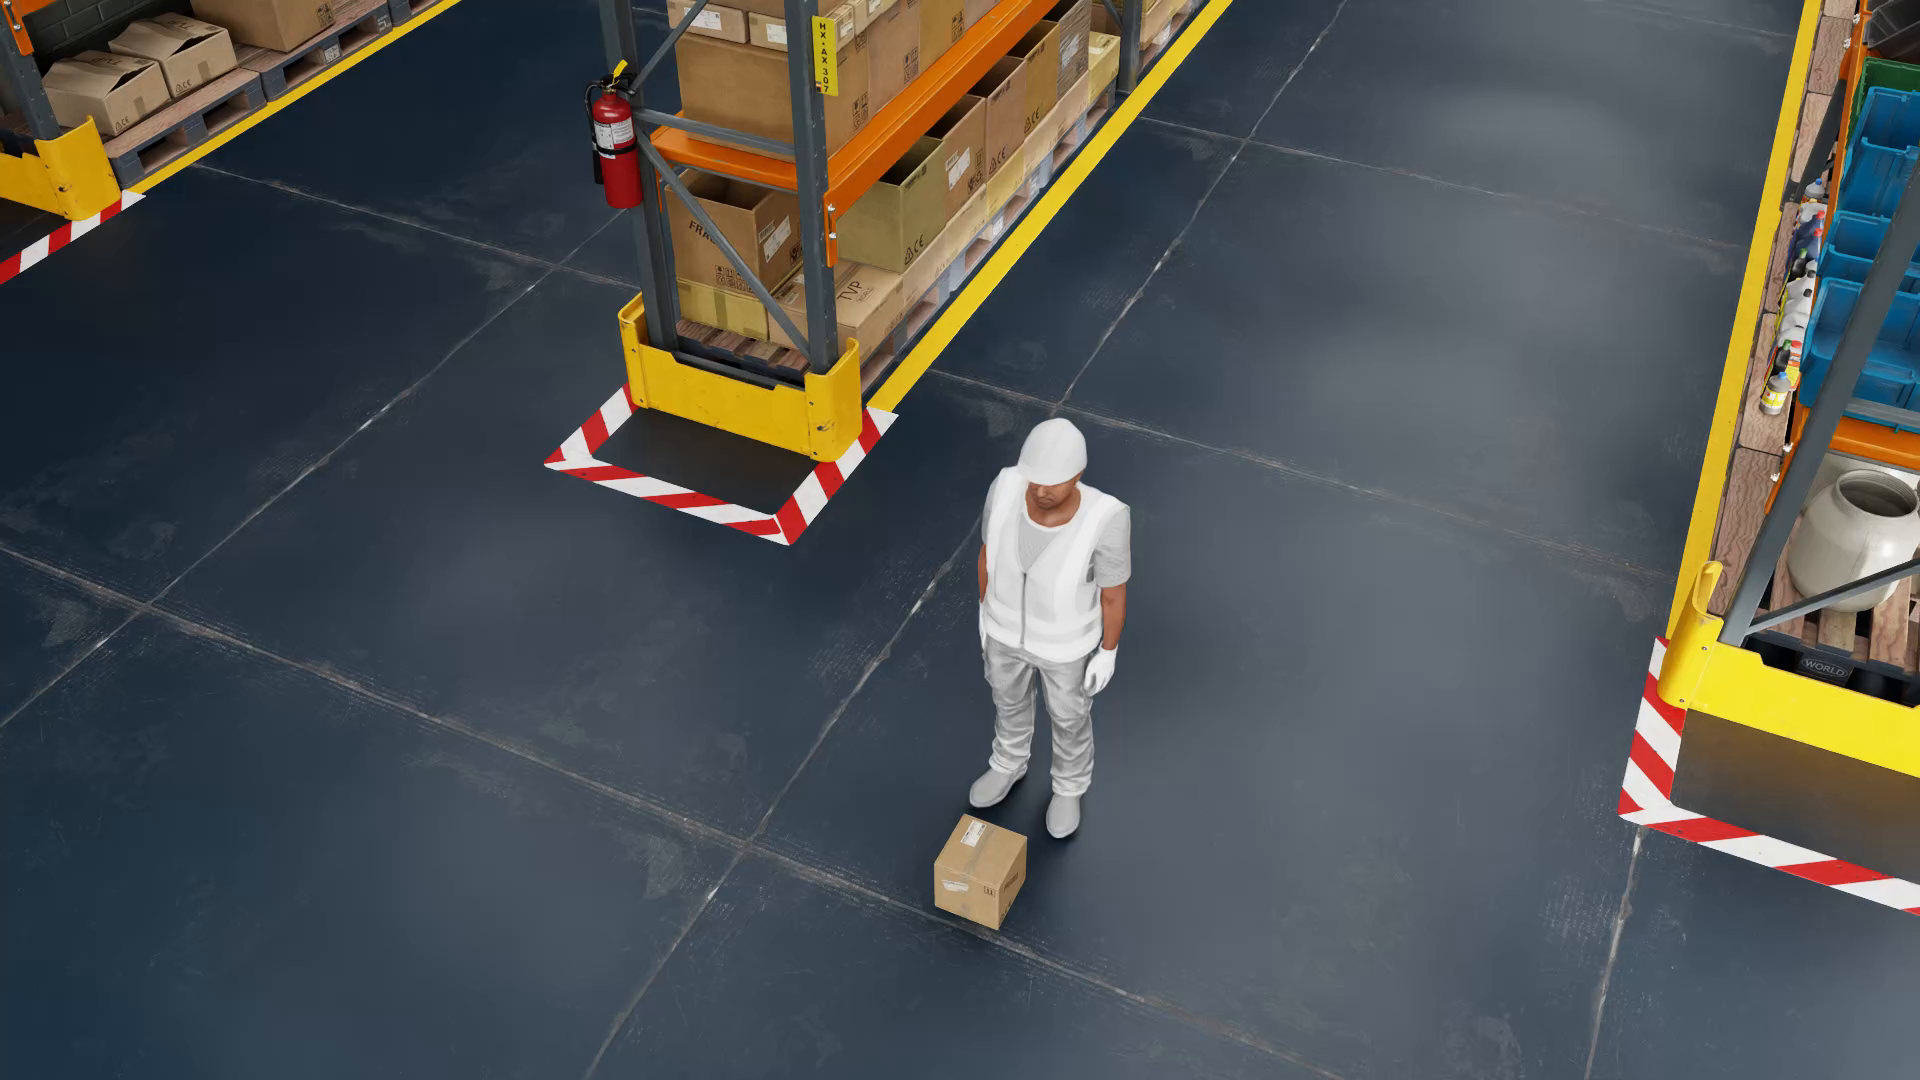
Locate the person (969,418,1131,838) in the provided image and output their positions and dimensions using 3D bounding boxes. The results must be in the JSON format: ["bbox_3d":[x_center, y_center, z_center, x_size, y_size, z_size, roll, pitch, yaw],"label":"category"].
[{"bbox_3d":[0.300,0.316,5.779,0.550,1.786,0.347,19,45,20],"label":"person"}]
